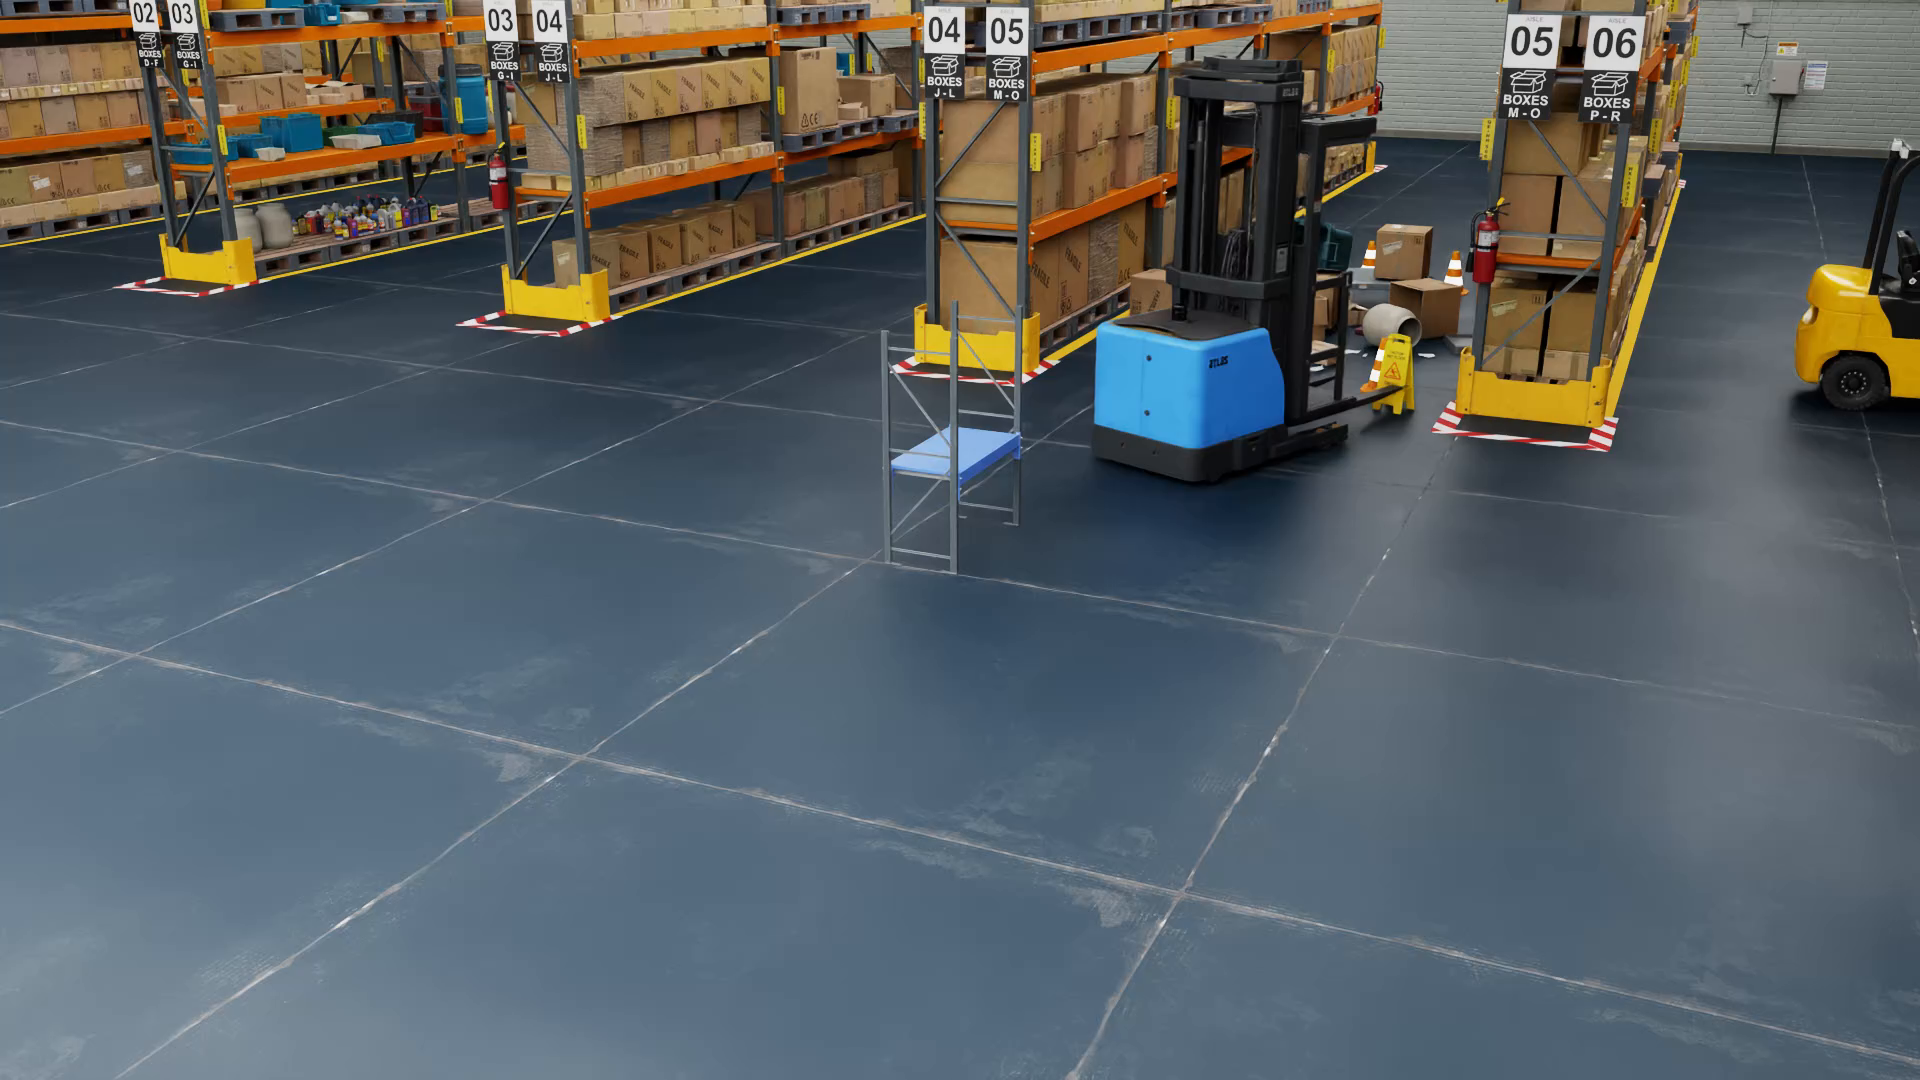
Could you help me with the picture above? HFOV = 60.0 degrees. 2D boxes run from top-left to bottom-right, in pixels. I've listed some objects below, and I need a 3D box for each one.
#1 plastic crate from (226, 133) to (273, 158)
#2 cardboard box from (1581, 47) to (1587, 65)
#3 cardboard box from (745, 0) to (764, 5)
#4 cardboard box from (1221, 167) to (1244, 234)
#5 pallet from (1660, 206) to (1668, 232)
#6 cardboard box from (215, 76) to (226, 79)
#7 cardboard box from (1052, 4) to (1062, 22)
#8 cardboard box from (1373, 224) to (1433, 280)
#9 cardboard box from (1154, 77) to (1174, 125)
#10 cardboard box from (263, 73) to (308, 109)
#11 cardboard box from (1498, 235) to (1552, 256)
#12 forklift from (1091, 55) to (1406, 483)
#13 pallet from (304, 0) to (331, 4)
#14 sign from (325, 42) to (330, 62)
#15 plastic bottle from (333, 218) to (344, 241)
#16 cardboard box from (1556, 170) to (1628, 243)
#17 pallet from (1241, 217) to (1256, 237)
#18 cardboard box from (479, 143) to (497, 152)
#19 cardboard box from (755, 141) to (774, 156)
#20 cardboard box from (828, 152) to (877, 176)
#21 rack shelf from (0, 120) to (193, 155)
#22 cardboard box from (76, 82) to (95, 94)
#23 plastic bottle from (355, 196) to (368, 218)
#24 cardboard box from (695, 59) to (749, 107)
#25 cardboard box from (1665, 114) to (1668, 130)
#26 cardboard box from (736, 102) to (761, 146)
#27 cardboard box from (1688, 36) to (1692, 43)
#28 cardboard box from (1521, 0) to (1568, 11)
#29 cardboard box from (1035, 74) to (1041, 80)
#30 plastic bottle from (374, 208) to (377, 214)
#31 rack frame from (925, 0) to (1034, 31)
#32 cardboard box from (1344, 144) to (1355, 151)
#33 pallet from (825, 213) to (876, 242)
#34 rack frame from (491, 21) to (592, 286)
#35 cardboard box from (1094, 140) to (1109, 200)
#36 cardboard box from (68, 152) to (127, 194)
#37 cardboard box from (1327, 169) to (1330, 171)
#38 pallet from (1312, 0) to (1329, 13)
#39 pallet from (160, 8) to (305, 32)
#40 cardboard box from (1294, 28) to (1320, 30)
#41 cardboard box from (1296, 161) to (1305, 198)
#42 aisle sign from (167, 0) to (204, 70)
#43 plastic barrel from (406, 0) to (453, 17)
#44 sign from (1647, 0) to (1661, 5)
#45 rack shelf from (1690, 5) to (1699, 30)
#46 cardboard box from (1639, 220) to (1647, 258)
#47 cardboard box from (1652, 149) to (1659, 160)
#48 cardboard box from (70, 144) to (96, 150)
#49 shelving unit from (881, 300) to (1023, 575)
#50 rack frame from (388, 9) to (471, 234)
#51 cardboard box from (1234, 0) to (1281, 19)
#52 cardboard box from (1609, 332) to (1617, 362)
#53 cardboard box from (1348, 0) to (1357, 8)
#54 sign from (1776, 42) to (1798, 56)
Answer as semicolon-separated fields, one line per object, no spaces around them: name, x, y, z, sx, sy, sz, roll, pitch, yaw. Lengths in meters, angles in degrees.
plastic crate;-8.633;-4.792;20.189;0.499;0.251;0.408;9;21;23
cardboard box;5.181;-3.875;13.288;0.380;0.149;0.250;8;21;21
cardboard box;-2.549;-6.405;19.655;0.380;0.149;0.250;9;22;24
cardboard box;3.110;-4.489;21.846;1.050;0.750;0.750;8;21;22
pallet;9.390;-4.539;23.418;1.003;0.211;1.213;9;21;23
cardboard box;-13.867;-8.555;30.893;0.380;0.149;0.250;9;21;24
cardboard box;0.702;-4.758;14.994;0.380;0.149;0.250;9;21;23
cardboard box;4.725;-3.068;17.719;0.500;0.500;0.500;9;21;23
cardboard box;2.002;-4.973;18.834;0.700;0.500;0.500;8;21;22
cardboard box;-10.750;-7.129;26.388;0.500;0.500;0.500;7;21;20
cardboard box;4.681;-2.456;13.774;0.380;0.149;0.250;9;22;25
forklift;2.411;-2.195;12.765;3.031;2.935;1.130;-18;26;-40
pallet;-10.274;-8.701;26.765;1.213;0.211;1.003;10;22;25
sign;-10.577;-8.177;27.874;0.100;0.325;0.005;9;21;23
plastic bottle;-7.810;-3.904;20.884;0.097;0.271;0.097;0;20;0
cardboard box;5.170;-2.725;13.562;0.500;0.500;0.500;8;21;22
pallet;3.763;-4.450;23.166;1.003;0.211;1.213;9;21;23
cardboard box;-8.796;-7.356;30.250;0.500;0.500;0.500;9;21;23
cardboard box;-2.500;-4.789;20.334;0.380;0.149;0.250;9;21;23
cardboard box;-1.497;-5.247;23.200;0.500;0.250;0.500;11;22;29
rack shelf;-12.535;-5.424;22.817;1.077;0.370;4.000;9;21;23
cardboard box;-12.153;-6.226;22.883;0.380;0.149;0.250;9;22;24
plastic bottle;-7.985;-4.405;22.175;0.144;0.351;0.185;8;21;20
cardboard box;-2.817;-5.344;19.433;0.500;0.500;0.500;9;21;23
cardboard box;8.432;-5.163;20.486;0.500;0.250;0.500;8;21;22
cardboard box;-2.921;-5.072;20.160;0.875;0.500;0.500;9;21;23
cardboard box;11.200;-7.837;25.921;0.380;0.149;0.250;8;21;22
cardboard box;4.592;-4.246;13.139;0.380;0.149;0.250;9;21;23
cardboard box;1.027;-7.636;27.745;0.500;0.250;0.500;8;21;22
plastic bottle;-7.578;-4.192;21.677;0.061;0.283;0.133;9;21;23
rack frame;0.166;-5.906;14.146;1.000;3.000;0.127;9;21;23
cardboard box;6.364;-6.583;27.743;0.380;0.149;0.250;9;22;25
pallet;-1.864;-4.312;22.779;1.003;0.211;1.213;9;21;23
rack frame;-4.318;-3.791;17.152;1.000;3.000;0.127;9;21;23
cardboard box;1.005;-3.763;16.848;0.875;0.550;0.500;9;21;23
cardboard box;-12.123;-5.153;23.340;0.500;0.500;0.500;9;21;23
cardboard box;5.685;-5.834;26.525;0.380;0.149;0.250;8;21;22
pallet;4.730;-7.898;24.505;1.213;0.211;1.003;9;21;23
pallet;-8.409;-6.034;19.265;1.003;0.211;1.213;9;21;23
cardboard box;5.652;-8.061;27.073;0.500;0.500;0.500;8;21;21
cardboard box;4.796;-5.350;24.640;0.500;0.500;0.500;8;21;21
aisle sign;-8.599;-5.633;18.452;0.394;0.787;0.004;9;21;23
plastic barrel;-7.188;-7.528;22.435;0.600;0.901;0.708;9;21;23
sign;5.218;-4.182;12.470;0.100;0.325;0.005;9;21;23
rack shelf;10.456;-7.785;24.980;1.077;0.370;4.000;9;21;23
cardboard box;7.759;-3.665;20.093;0.950;0.372;0.625;7;21;19
cardboard box;7.435;-4.254;18.201;0.380;0.149;0.250;9;22;25
cardboard box;-15.341;-6.780;28.632;0.700;0.500;0.500;8;21;22
shelving unit;-0.035;-0.681;10.644;0.538;1.500;1.048;9;21;23
rack frame;-7.199;-5.693;22.501;1.000;3.000;0.127;9;21;23
cardboard box;3.918;-7.123;21.897;0.500;0.500;0.500;9;21;23
cardboard box;5.522;-1.697;14.741;0.500;0.250;0.500;9;22;25
cardboard box;5.938;-8.507;26.159;0.500;0.250;0.500;10;22;25
sign;15.454;-9.176;31.062;0.339;0.242;0.001;9;21;23
